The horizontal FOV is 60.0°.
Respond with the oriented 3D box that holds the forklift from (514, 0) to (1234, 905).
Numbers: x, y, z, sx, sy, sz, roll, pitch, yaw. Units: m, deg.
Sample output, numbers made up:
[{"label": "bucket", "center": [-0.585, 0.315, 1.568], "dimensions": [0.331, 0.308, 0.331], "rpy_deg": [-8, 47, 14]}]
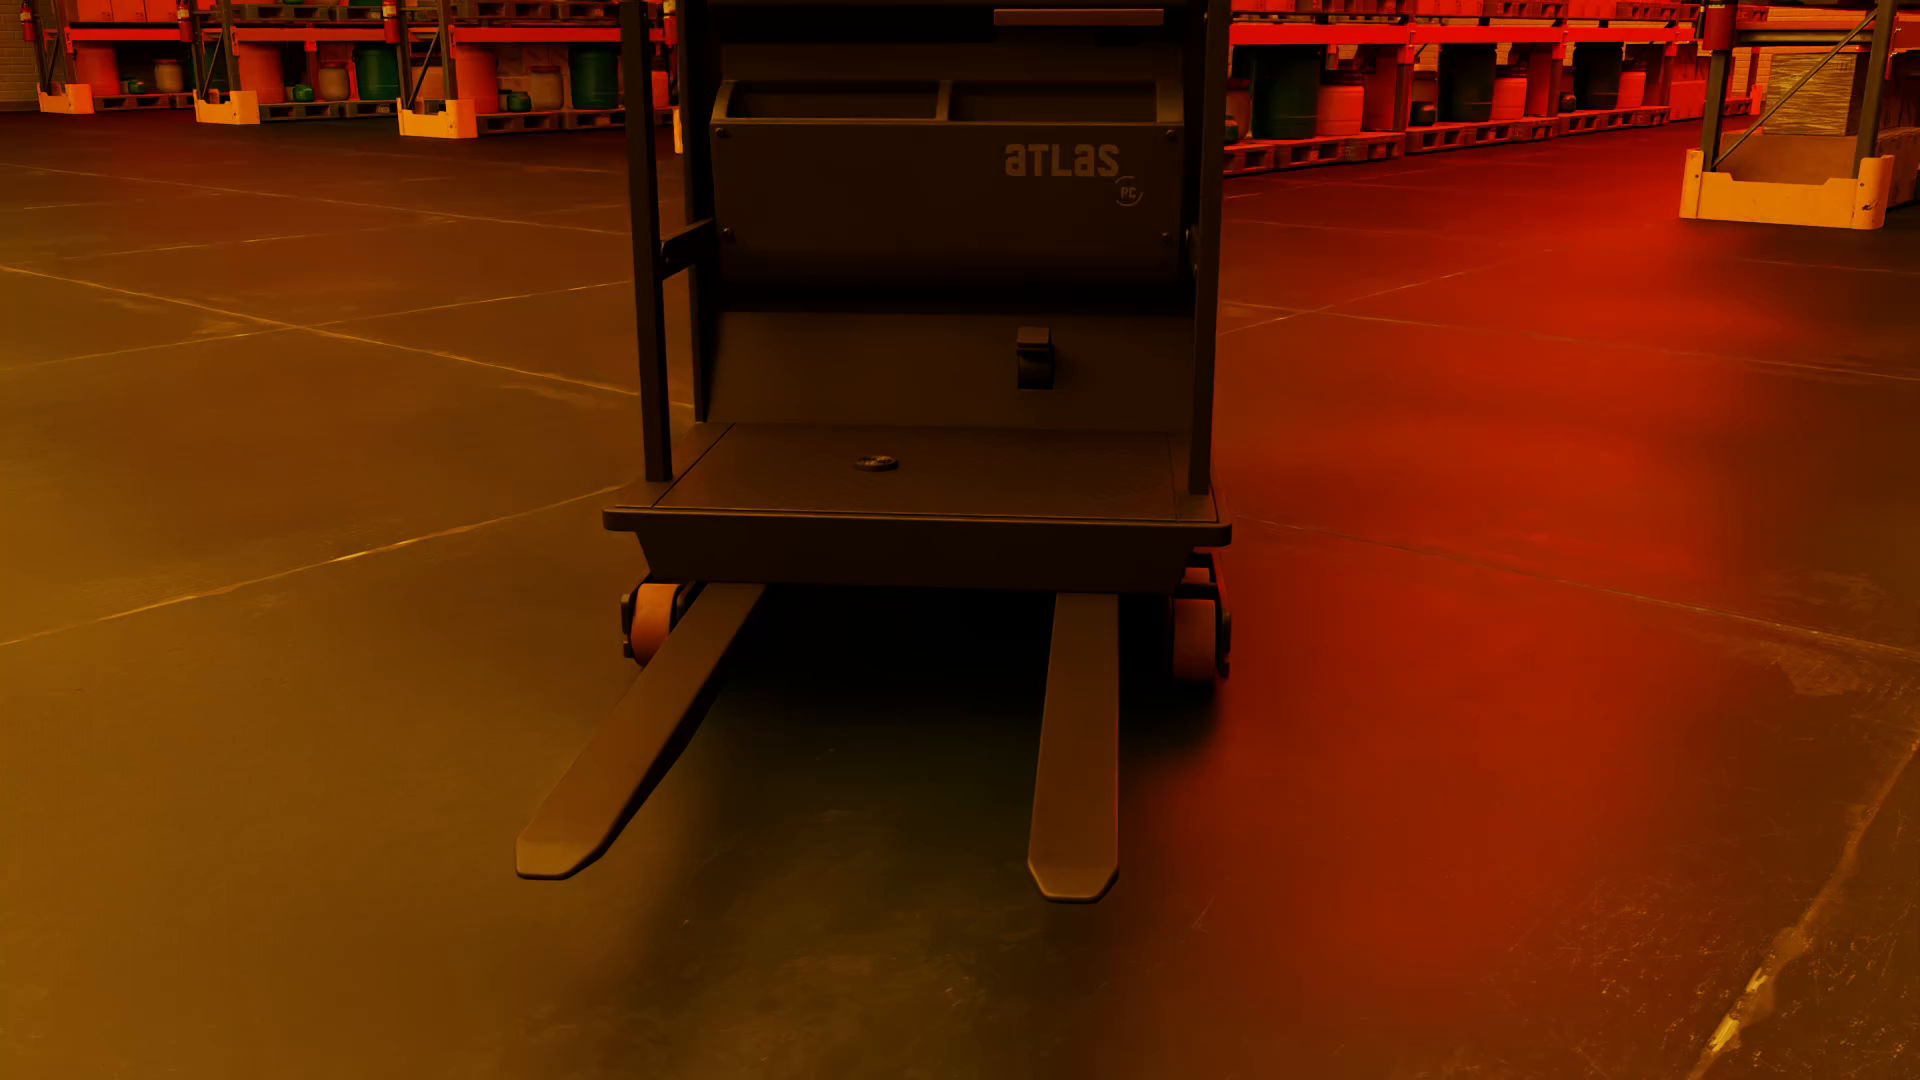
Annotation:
[{"label": "forklift", "center": [-0.041, -1.235, 2.964], "dimensions": [1.130, 2.935, 3.031], "rpy_deg": [2, 17, 5]}]
